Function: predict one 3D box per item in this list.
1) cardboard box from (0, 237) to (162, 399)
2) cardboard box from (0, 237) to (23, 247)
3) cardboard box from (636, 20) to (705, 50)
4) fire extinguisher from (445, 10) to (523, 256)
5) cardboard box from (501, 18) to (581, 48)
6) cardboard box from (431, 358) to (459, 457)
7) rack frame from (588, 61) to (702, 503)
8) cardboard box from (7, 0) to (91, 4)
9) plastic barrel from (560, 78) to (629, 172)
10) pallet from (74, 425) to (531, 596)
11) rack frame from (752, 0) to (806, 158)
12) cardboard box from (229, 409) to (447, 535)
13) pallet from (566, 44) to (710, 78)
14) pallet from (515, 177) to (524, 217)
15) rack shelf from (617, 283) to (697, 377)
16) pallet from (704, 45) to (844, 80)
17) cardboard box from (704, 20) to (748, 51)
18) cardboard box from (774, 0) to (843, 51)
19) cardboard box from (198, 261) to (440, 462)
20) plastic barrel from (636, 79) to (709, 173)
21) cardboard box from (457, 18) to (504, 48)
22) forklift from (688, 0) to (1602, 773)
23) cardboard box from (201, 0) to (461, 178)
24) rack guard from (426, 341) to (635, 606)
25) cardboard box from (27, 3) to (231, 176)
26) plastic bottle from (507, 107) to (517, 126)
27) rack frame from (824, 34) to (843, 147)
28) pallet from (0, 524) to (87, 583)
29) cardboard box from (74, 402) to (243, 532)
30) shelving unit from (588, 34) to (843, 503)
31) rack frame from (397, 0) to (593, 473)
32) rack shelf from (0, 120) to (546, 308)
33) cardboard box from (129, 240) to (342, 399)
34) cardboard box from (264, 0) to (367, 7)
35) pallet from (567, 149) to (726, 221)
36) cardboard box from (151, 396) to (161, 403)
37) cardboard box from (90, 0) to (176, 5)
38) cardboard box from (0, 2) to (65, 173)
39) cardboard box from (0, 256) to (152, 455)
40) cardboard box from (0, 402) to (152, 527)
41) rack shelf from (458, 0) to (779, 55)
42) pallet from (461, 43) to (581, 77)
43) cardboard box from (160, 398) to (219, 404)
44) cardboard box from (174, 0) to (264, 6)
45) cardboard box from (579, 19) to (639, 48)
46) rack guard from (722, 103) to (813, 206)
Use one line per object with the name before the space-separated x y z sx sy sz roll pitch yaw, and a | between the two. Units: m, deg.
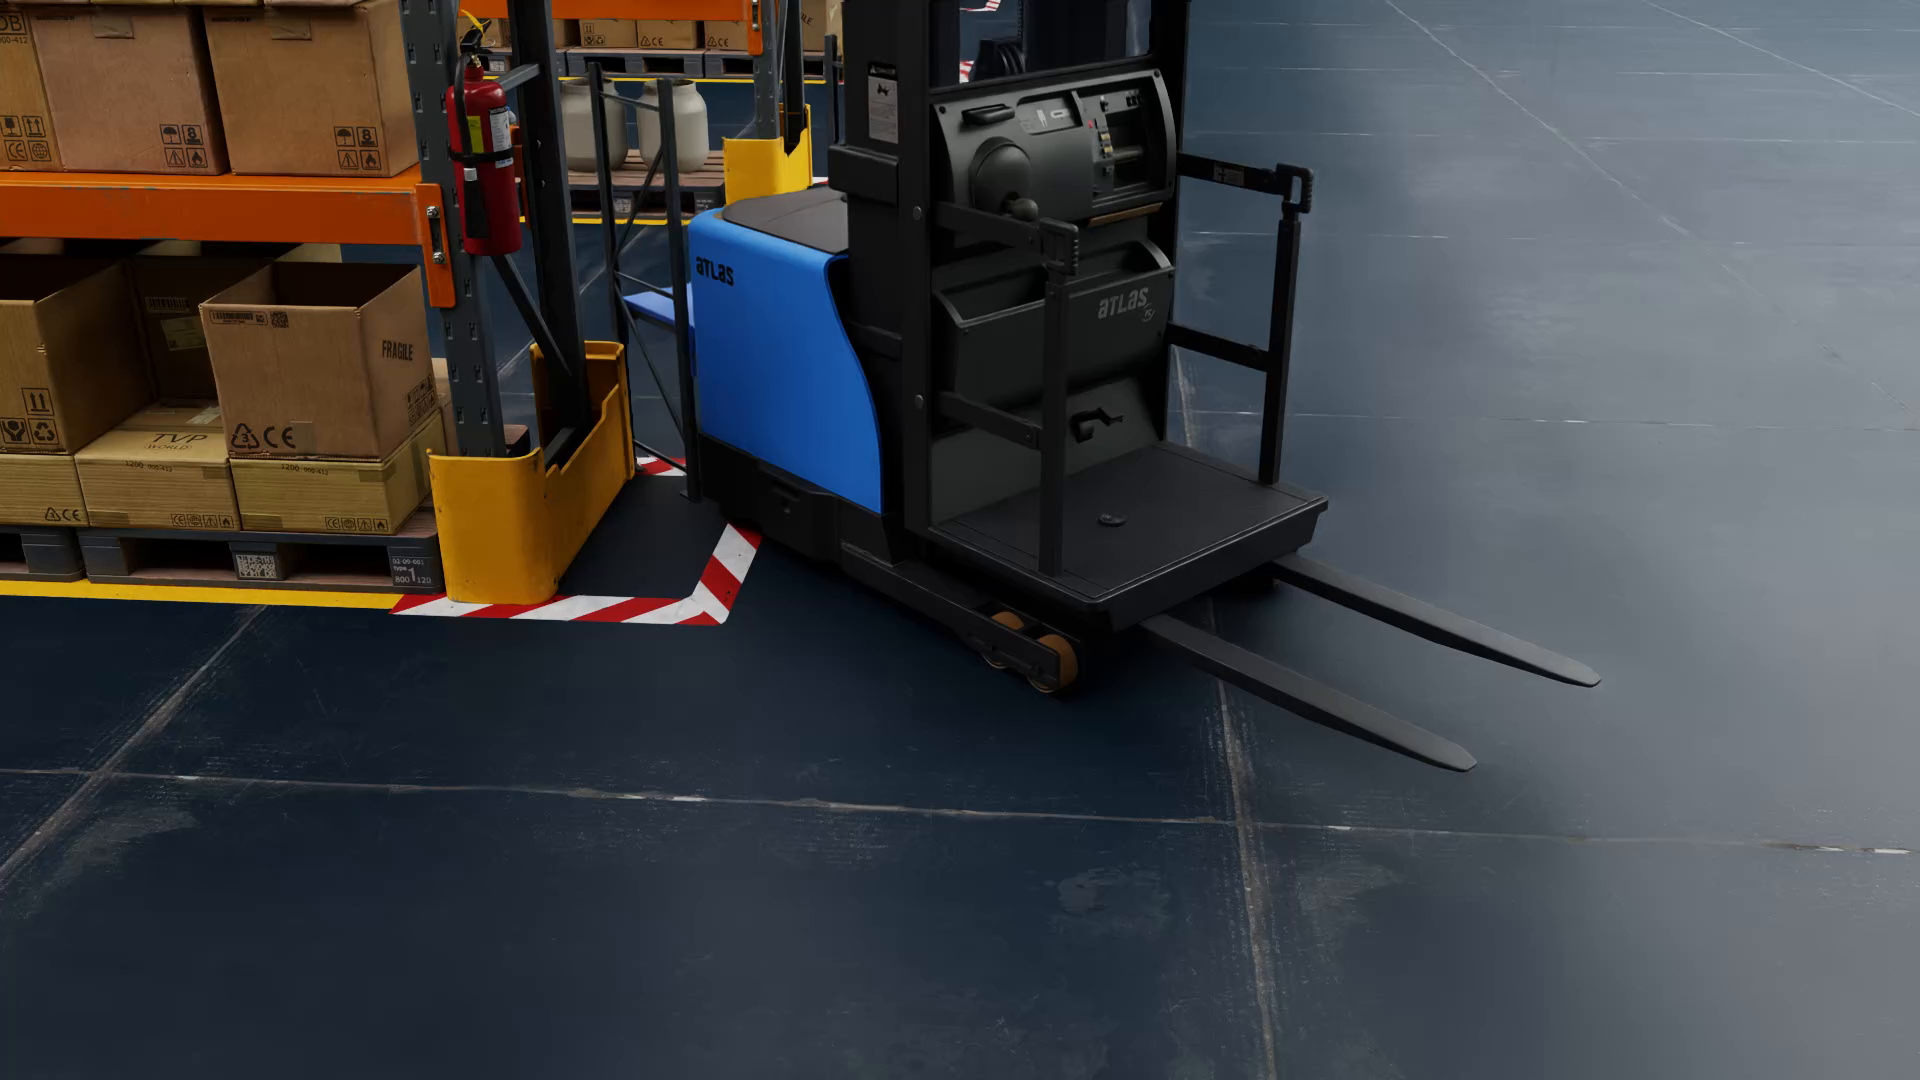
cardboard box | -2.983 -0.820 5.834 0.500 0.500 0.500 2 25 4
cardboard box | -3.480 -0.844 5.885 0.500 0.500 0.500 2 25 4
cardboard box | -2.548 -4.646 14.746 0.500 0.500 0.500 4 25 9
fire extinguisher | -1.385 -1.170 4.796 0.183 0.674 0.296 2 25 4
cardboard box | -3.726 -4.669 14.797 0.500 0.500 0.500 10 27 21
cardboard box | -1.985 -0.454 5.935 0.500 0.250 0.500 2 25 4
rack frame | -1.116 -0.899 5.909 0.032 1.500 0.500 -20 31 -36
cardboard box | -2.629 -1.700 4.961 0.250 0.149 0.380 2 25 5
plastic barrel | -2.246 -2.532 10.139 0.421 0.512 0.421 0 25 0
pallet | -2.233 -0.143 5.807 1.213 0.211 1.003 2 25 4
rack frame | -1.084 -3.467 9.695 0.127 3.000 1.000 2 25 4
cardboard box | -2.024 -0.238 5.466 0.500 0.250 0.500 2 25 4
pallet | -2.801 -4.347 14.946 1.213 0.211 1.003 2 25 4
pallet | -3.186 -2.251 10.389 1.213 0.211 1.003 2 25 4
rack shelf | -0.730 -0.874 6.285 1.000 0.185 0.538 -20 31 -36
pallet | -1.588 -4.307 14.858 1.213 0.211 1.003 2 25 4
cardboard box | -1.925 -4.618 14.685 0.500 0.500 0.500 8 26 18
cardboard box | -1.326 -4.613 14.675 0.500 0.500 0.500 6 25 14
cardboard box | -2.024 -0.578 5.307 0.500 0.500 0.500 2 25 4
plastic barrel | -1.746 -2.516 10.104 0.421 0.512 0.421 0 25 0
cardboard box | -4.297 -4.685 14.830 0.500 0.500 0.500 1 25 2
forklift | 0.438 -1.132 4.704 1.130 2.935 3.031 -21 32 -38
cardboard box | -1.931 -1.468 5.232 0.500 0.500 0.700 2 25 4
rack guard | -1.443 -0.266 5.730 0.348 0.500 1.175 2 25 4
cardboard box | -2.455 -1.483 5.264 0.500 0.500 0.700 2 25 5
plastic bottle | -2.868 -2.615 10.582 0.097 0.271 0.097 0 25 0
rack frame | -0.345 -1.176 6.511 0.032 1.500 0.500 -20 31 -36
pallet | -3.446 -0.183 5.894 1.213 0.211 1.003 2 25 4
cardboard box | -2.524 -0.249 5.490 0.500 0.250 0.500 2 25 4
shelving unit | -0.731 -1.038 6.210 1.048 1.500 0.538 -20 31 -36
rack frame | -1.467 -1.402 5.209 0.127 3.000 1.000 2 25 4
rack shelf | -3.461 -1.139 5.498 4.000 0.370 1.077 2 25 4
cardboard box | -2.483 -0.810 5.811 0.500 0.500 0.500 2 25 4
cardboard box | -1.862 -1.675 4.906 0.250 0.149 0.380 1 25 3
pallet | -1.973 -2.211 10.302 1.213 0.211 1.003 2 25 4
cardboard box | -2.982 -0.484 6.001 0.500 0.250 0.500 2 25 4
cardboard box | -2.379 -1.691 4.941 0.250 0.149 0.380 1 25 3
cardboard box | -2.950 -1.501 5.304 0.500 0.500 0.700 2 25 4
cardboard box | -3.023 -0.604 5.363 0.500 0.500 0.500 2 25 4
cardboard box | -3.022 -0.264 5.523 0.500 0.250 0.500 2 25 4
rack shelf | -3.078 -3.204 9.985 4.000 0.370 1.077 2 25 4
pallet | -4.021 -4.385 15.028 1.213 0.211 1.003 2 25 4
cardboard box | -2.483 -0.468 5.966 0.500 0.250 0.500 2 25 4
cardboard box | -2.124 -1.683 4.923 0.250 0.149 0.380 2 25 5
cardboard box | -3.101 -4.682 14.825 0.500 0.500 0.500 0 25 -1
rack guard | -1.163 -2.314 10.180 0.348 0.500 1.175 2 25 4
